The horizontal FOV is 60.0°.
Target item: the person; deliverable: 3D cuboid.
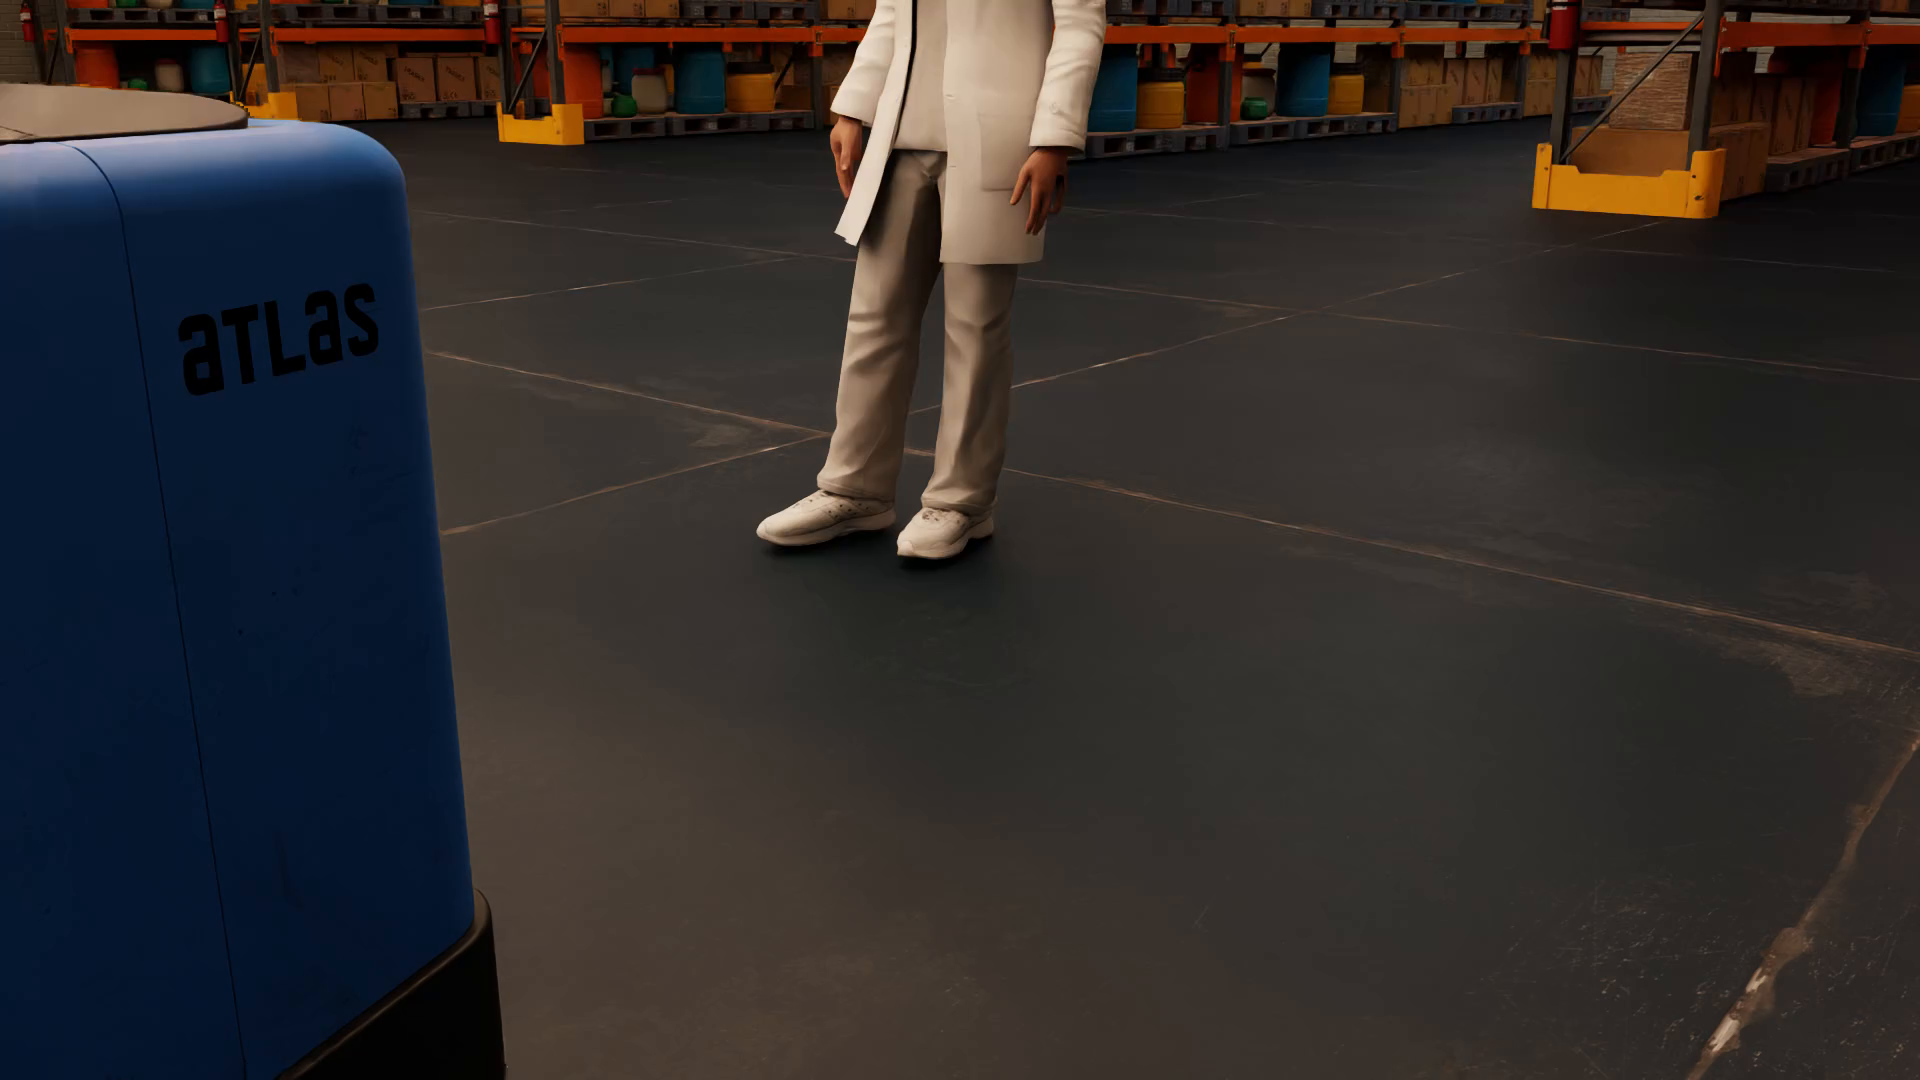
[{"bbox_3d":[-0.061,-0.837,3.616,0.696,1.777,0.578,13,21,37],"label":"person"}]
